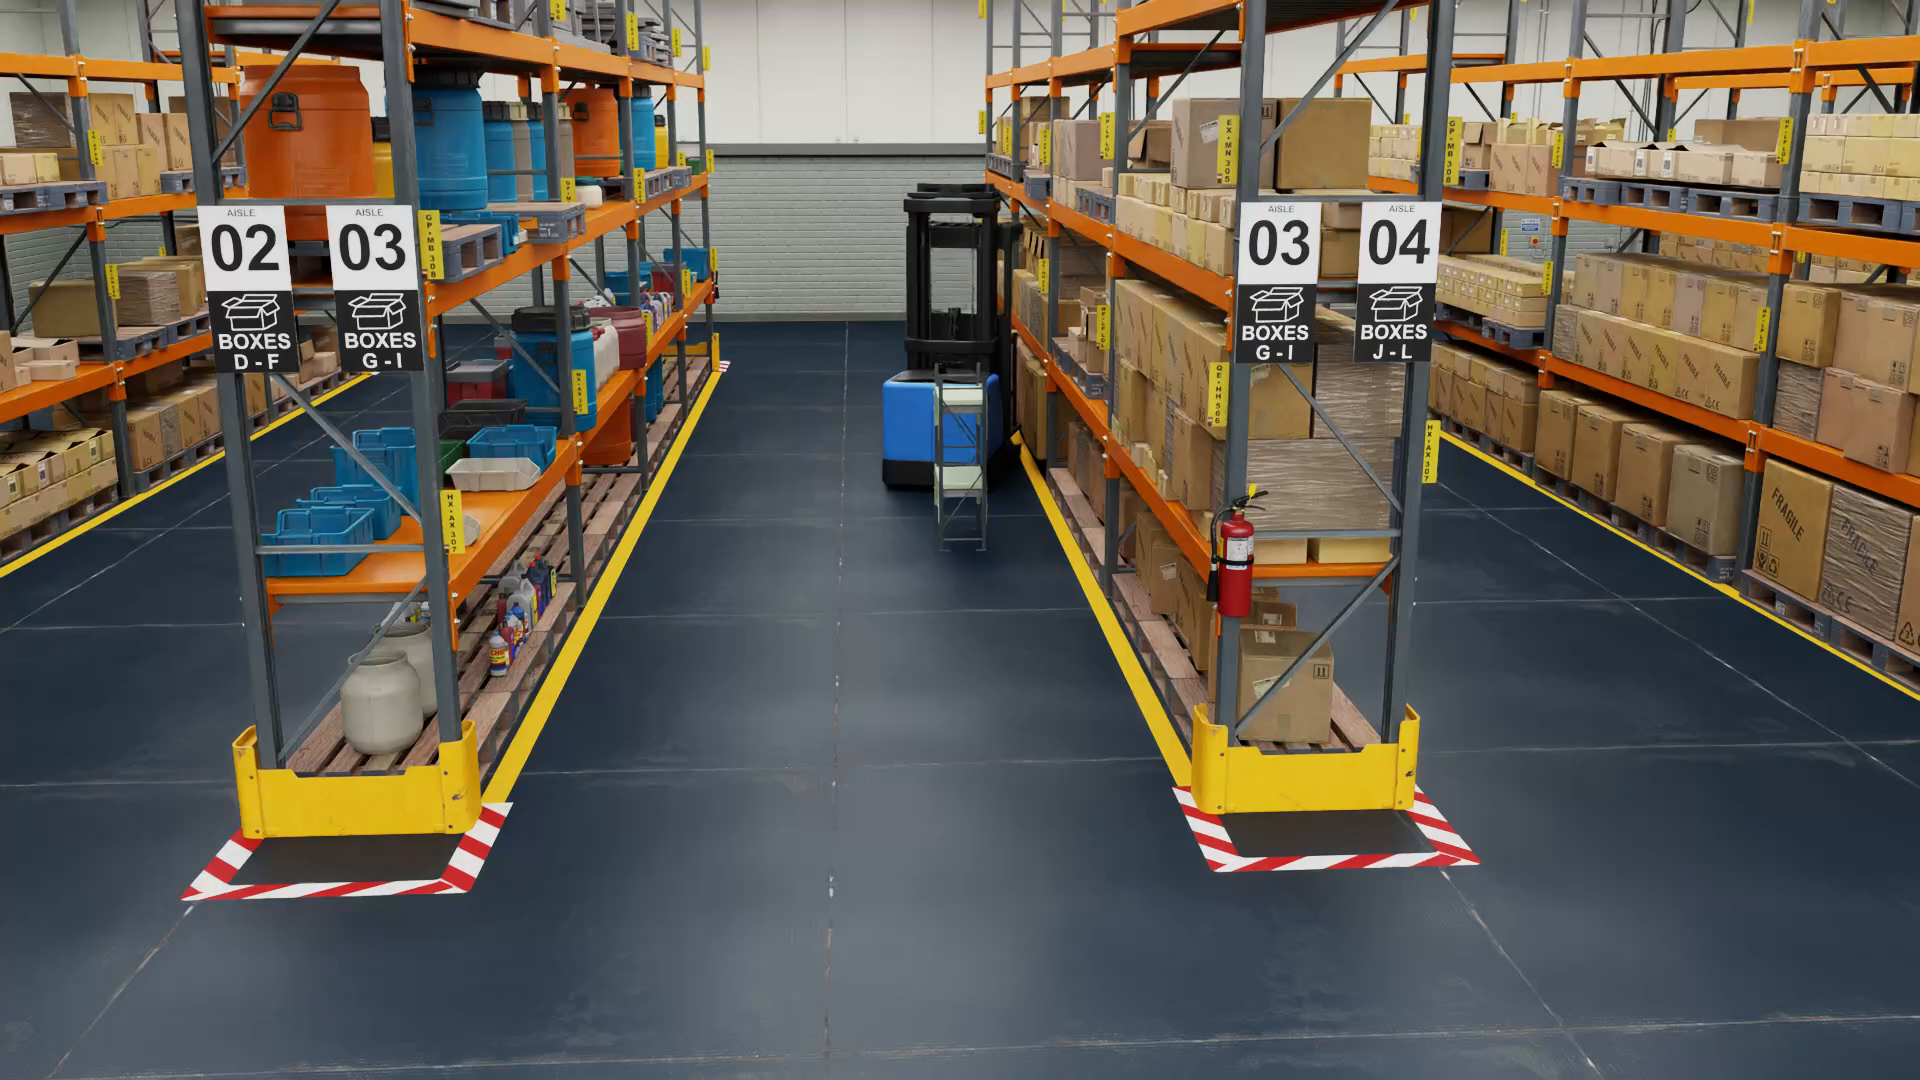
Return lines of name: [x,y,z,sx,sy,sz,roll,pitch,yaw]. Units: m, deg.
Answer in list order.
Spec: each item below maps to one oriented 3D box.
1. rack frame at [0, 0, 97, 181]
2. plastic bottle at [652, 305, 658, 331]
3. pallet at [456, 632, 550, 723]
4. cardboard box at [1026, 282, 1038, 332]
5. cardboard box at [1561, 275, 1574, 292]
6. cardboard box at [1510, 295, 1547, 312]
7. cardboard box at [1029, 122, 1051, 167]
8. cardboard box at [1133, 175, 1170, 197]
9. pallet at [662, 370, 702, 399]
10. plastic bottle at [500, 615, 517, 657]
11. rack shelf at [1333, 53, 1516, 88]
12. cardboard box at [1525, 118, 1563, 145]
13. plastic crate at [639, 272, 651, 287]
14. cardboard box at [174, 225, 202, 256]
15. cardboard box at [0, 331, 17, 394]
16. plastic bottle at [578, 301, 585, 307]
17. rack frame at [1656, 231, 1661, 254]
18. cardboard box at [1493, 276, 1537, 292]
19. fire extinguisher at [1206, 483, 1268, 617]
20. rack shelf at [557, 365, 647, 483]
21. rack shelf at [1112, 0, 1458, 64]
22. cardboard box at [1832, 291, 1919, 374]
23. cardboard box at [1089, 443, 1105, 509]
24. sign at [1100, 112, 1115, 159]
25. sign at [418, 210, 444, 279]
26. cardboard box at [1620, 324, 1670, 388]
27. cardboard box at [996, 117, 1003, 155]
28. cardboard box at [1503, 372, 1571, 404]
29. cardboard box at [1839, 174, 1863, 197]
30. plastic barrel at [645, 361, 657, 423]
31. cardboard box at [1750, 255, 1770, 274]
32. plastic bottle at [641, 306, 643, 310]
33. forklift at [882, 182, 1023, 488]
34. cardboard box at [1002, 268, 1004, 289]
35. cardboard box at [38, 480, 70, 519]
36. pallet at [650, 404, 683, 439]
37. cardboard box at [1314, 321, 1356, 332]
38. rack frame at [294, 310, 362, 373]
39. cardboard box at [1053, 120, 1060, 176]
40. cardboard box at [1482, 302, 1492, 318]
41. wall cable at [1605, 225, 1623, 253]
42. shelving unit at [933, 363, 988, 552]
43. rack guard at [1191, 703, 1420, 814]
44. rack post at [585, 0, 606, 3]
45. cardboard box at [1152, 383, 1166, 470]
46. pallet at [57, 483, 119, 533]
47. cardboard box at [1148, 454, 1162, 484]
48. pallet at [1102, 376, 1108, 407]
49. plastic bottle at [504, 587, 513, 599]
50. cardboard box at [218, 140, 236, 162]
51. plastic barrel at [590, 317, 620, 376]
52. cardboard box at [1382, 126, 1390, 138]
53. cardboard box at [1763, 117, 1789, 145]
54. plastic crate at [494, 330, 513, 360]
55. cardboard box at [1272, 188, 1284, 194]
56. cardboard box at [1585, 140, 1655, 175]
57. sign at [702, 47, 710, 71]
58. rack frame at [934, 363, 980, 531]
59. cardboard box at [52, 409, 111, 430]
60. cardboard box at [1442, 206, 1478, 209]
rack frame: [-8.522,-4.768,14.997,1.000,3.000,0.127,-1,14,-3]
plastic bottle: [-3.342,-2.419,18.142,0.061,0.283,0.133,-1,14,-3]
pallet: [-3.251,0.879,10.686,1.003,0.211,1.213,-1,14,-3]
cardboard box: [0.997,-2.561,18.261,0.500,0.500,0.500,-1,14,-2]
cardboard box: [6.457,-2.681,17.395,0.380,0.149,0.250,-1,14,-4]
cardboard box: [5.838,-2.407,16.927,0.380,0.149,0.250,-1,14,-2]
cardboard box: [1.164,-4.569,19.203,0.700,0.500,0.500,-1,14,-2]
cardboard box: [1.411,-2.442,11.478,0.380,0.149,0.250,-2,15,-6]
pallet: [-3.988,-2.069,22.143,1.003,0.211,1.213,-1,14,-3]
plastic bottle: [-2.904,0.619,10.693,0.097,0.271,0.097,0,14,0]
rack shelf: [5.951,-6.113,21.677,1.077,0.370,4.000,-1,14,-3]
cardboard box: [5.992,-4.161,16.924,0.396,0.266,0.258,-1,14,-3]
plastic crate: [-4.286,-3.407,21.963,0.416,0.233,0.300,-1,14,-3]
cardboard box: [-9.059,-3.512,19.947,0.500,0.500,0.500,-1,14,-3]
cardboard box: [-8.401,-1.494,14.111,0.500,0.500,0.500,-2,15,-6]
plastic bottle: [-4.087,-2.412,17.978,0.144,0.351,0.185,-1,14,-3]
rack frame: [10.761,-4.157,24.663,1.000,3.000,0.127,-1,14,-3]
cardboard box: [5.805,-2.678,17.382,0.380,0.149,0.250,0,14,-2]
fire extinguisher: [1.409,0.048,8.474,0.296,0.674,0.183,-1,14,-3]
rack shelf: [-3.454,-1.092,14.195,1.077,0.370,4.000,-1,14,-3]
rack shelf: [1.738,-3.077,9.878,1.077,0.370,4.000,-1,14,-3]
cardboard box: [6.709,-1.439,11.632,0.875,0.550,0.550,-1,14,-3]
cardboard box: [1.516,-0.572,14.863,0.700,0.500,0.500,0,14,1]
sign: [1.060,-2.904,11.945,0.100,0.325,0.005,-1,14,-3]
sign: [-2.533,-1.413,7.959,0.100,0.325,0.005,-1,14,-3]
cardboard box: [6.175,-1.623,14.612,0.500,0.500,0.500,-1,14,-4]
cardboard box: [0.870,-5.487,22.567,0.700,0.500,0.500,-1,14,-5]
cardboard box: [6.019,-1.588,17.346,0.500,0.250,0.500,-1,14,-5]
cardboard box: [6.286,-2.432,11.398,0.380,0.149,0.250,-1,14,-4]
plastic barrel: [-3.765,-1.808,18.902,0.600,0.901,0.708,-1,14,-3]
cardboard box: [10.688,-3.450,21.714,0.500,0.500,0.500,-1,14,-5]
plastic bottle: [-3.525,-2.463,18.339,0.097,0.271,0.097,0,14,0]
forklift: [0.045,-2.252,17.397,1.130,2.935,3.031,3,15,12]
cardboard box: [0.794,-3.315,21.094,0.500,0.250,0.500,0,14,-2]
cardboard box: [-8.182,-0.354,14.557,0.500,0.250,0.500,-1,14,-2]
pallet: [-3.819,-1.390,19.504,1.003,0.211,1.213,-1,14,-3]
cardboard box: [2.075,-0.967,9.460,0.500,0.500,0.500,-1,14,-3]
rack frame: [-9.017,-3.852,23.477,1.000,3.000,0.127,-1,14,-3]
cardboard box: [1.138,-3.637,15.417,0.500,0.500,0.500,-1,14,-3]
cardboard box: [5.792,-2.451,17.693,0.380,0.149,0.250,-1,14,-4]
wall cable: [11.803,-6.076,30.081,0.588,1.984,0.122,-1,14,-3]
shelving unit: [0.000,-0.725,14.333,0.431,1.500,0.755,-1,14,-3]
rack guard: [1.857,1.167,8.988,1.175,0.500,0.348,-1,14,-3]
rack post: [-3.724,-5.285,15.974,0.624,0.289,0.986,-1,14,-3]
cardboard box: [1.697,-0.726,10.532,0.875,0.500,0.500,-1,14,-3]
pallet: [-8.510,-0.307,15.294,1.003,0.211,1.213,-1,14,-3]
cardboard box: [1.433,-0.467,10.825,0.380,0.149,0.250,-1,14,-3]
pallet: [1.712,-1.119,13.240,1.003,0.211,1.213,-1,14,-3]
plastic bottle: [-3.071,0.451,11.322,0.061,0.283,0.133,-1,14,-3]
cardboard box: [-8.552,-4.604,19.679,0.500,0.250,0.500,-1,14,-3]
plastic barrel: [-3.301,-1.739,15.043,0.421,0.512,0.421,0,14,0]
cardboard box: [5.677,-5.271,21.469,0.380,0.149,0.250,-1,14,-4]
cardboard box: [10.893,-5.251,21.647,0.797,0.503,0.637,0,14,1]
plastic crate: [-3.783,-1.562,14.450,0.402,0.464,0.583,-1,14,-3]
cardboard box: [2.029,-1.994,9.737,0.380,0.149,0.250,-2,15,-6]
cardboard box: [6.148,-3.544,15.395,0.500,0.311,0.500,-1,14,-3]
sign: [-3.525,-6.689,23.112,0.100,0.325,0.005,-1,14,-3]
rack frame: [-0.022,-0.816,14.687,0.400,1.500,0.023,-1,14,-3]
cardboard box: [-8.814,-1.094,16.891,0.500,0.500,0.500,0,14,-1]
cardboard box: [6.243,-3.982,21.178,0.500,0.500,0.500,-1,14,-5]
